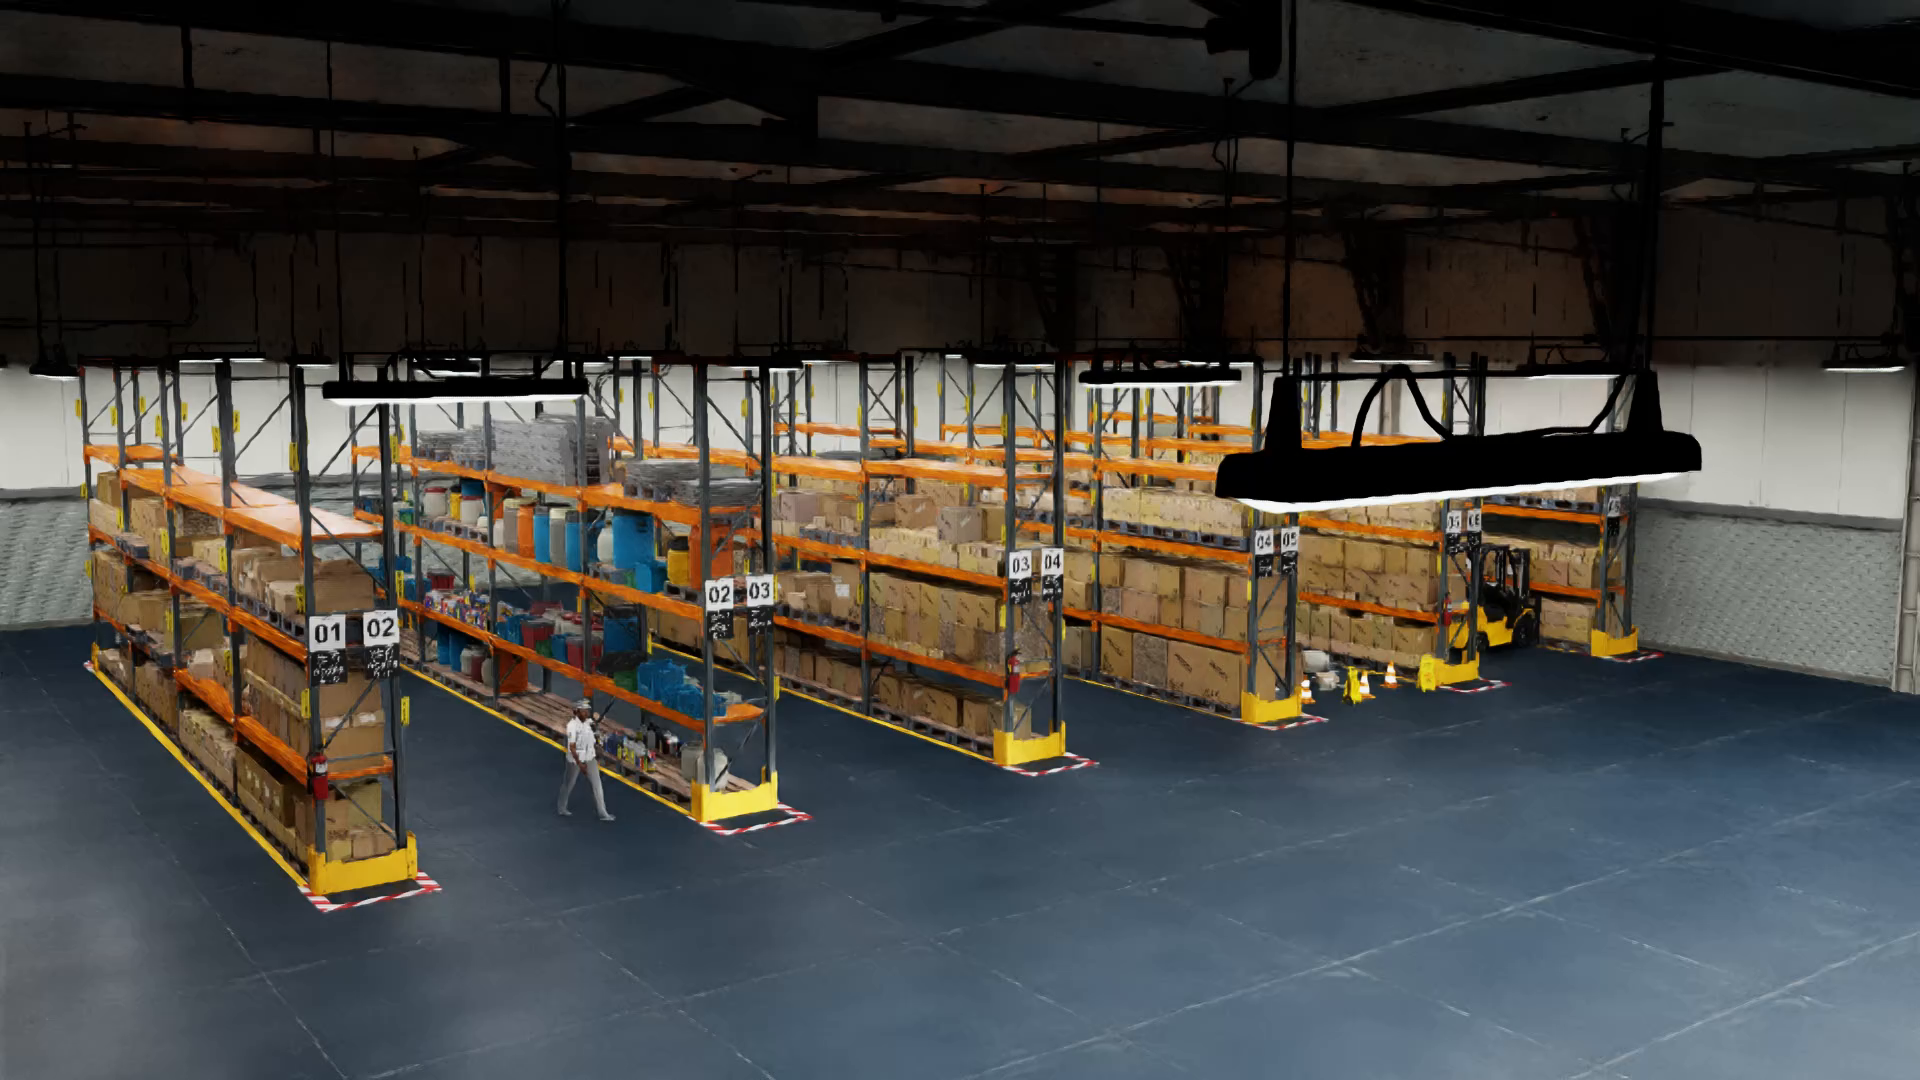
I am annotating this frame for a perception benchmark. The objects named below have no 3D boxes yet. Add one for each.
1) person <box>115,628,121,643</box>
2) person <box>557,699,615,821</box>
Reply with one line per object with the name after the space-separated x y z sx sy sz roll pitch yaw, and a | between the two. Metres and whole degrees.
-17.234 1.341 34.537 0.787 1.612 0.642 5 8 35 | person
-4.966 2.867 21.839 0.448 1.619 0.997 -7 10 -44 | person
